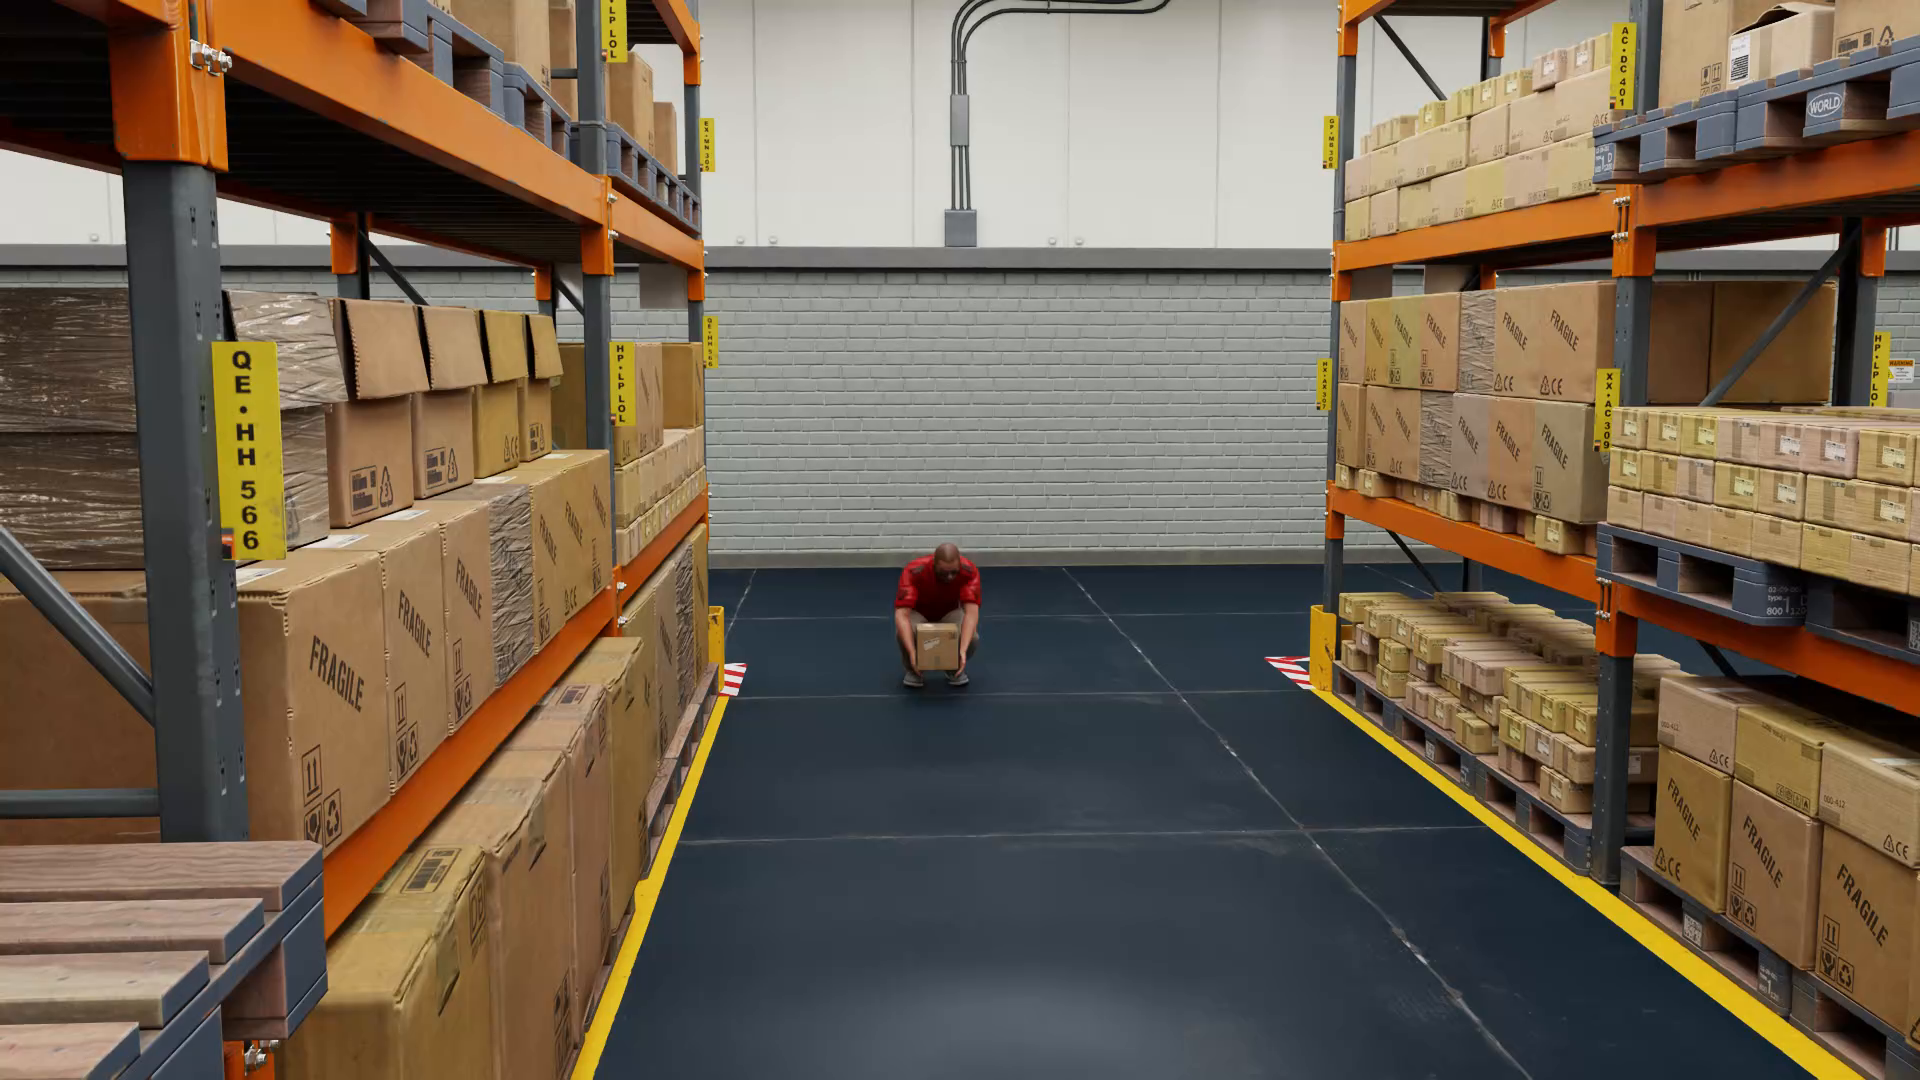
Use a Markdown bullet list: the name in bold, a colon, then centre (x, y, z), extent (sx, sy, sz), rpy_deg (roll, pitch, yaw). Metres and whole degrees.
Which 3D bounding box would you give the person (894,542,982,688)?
- **person**: centre (-0.146, 0.467, 10.639), extent (0.557, 0.972, 0.870), rpy_deg (0, 7, -4)
